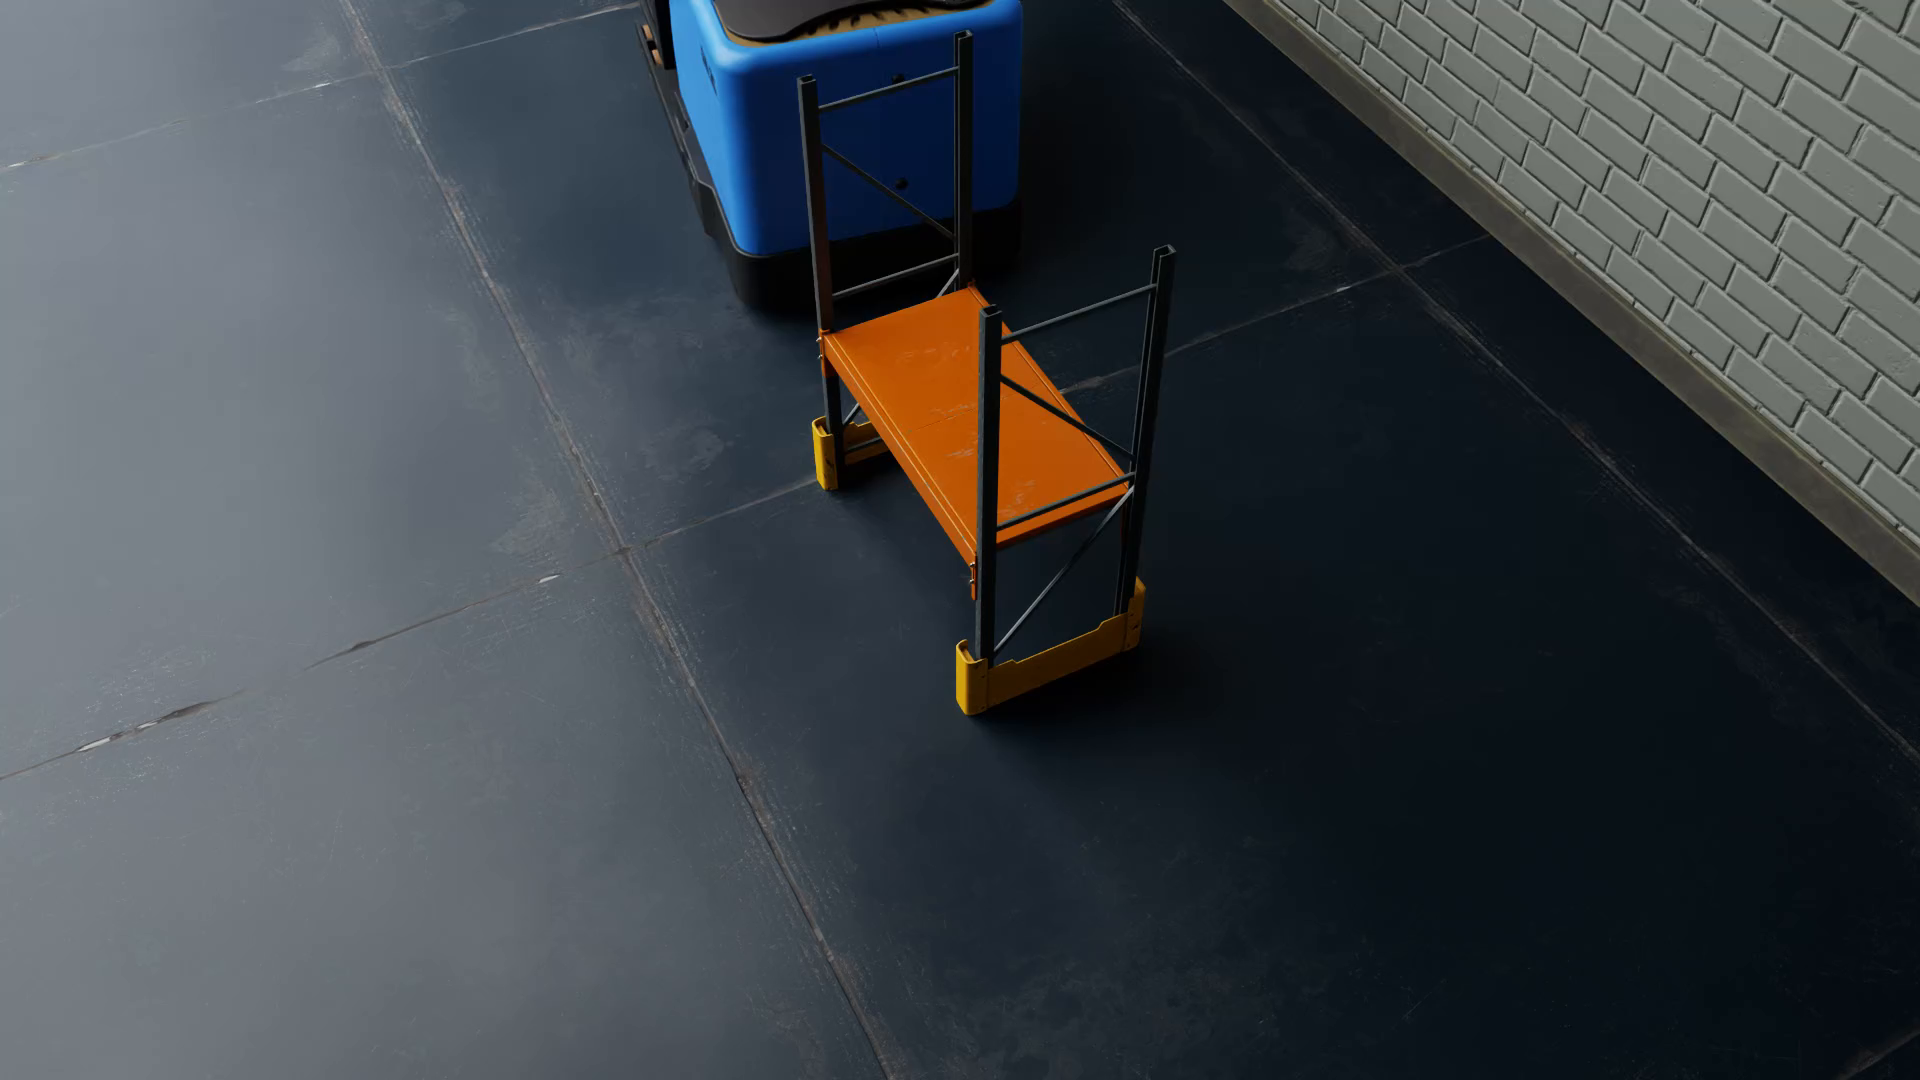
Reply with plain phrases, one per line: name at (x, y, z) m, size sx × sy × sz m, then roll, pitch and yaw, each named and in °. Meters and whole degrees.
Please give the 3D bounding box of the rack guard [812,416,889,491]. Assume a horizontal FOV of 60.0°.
rack guard at (-0.193, -0.365, 5.403) m, size 0.587 × 0.250 × 0.087 m, roll -21°, pitch 52°, yaw -18°

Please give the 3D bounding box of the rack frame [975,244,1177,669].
rack frame at (0.272, -0.096, 4.338) m, size 0.500 × 1.500 × 0.032 m, roll -21°, pitch 52°, yaw -18°

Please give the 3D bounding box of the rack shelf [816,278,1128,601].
rack shelf at (0.039, -0.318, 4.771) m, size 0.538 × 0.185 × 1.000 m, roll -21°, pitch 52°, yaw -18°

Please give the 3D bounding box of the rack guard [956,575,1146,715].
rack guard at (0.263, 0.302, 4.820) m, size 0.587 × 0.250 × 0.087 m, roll -21°, pitch 52°, yaw -18°

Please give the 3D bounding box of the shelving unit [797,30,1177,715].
shelving unit at (0.035, -0.443, 4.641) m, size 0.587 × 1.500 × 1.083 m, roll -21°, pitch 52°, yaw -18°

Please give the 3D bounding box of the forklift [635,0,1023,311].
forklift at (-0.718, -2.909, 5.847) m, size 1.130 × 2.935 × 3.031 m, roll -14°, pitch 50°, yaw -12°

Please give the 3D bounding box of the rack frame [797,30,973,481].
rack frame at (-0.194, -0.777, 4.933) m, size 0.500 × 1.500 × 0.032 m, roll -21°, pitch 52°, yaw -18°
